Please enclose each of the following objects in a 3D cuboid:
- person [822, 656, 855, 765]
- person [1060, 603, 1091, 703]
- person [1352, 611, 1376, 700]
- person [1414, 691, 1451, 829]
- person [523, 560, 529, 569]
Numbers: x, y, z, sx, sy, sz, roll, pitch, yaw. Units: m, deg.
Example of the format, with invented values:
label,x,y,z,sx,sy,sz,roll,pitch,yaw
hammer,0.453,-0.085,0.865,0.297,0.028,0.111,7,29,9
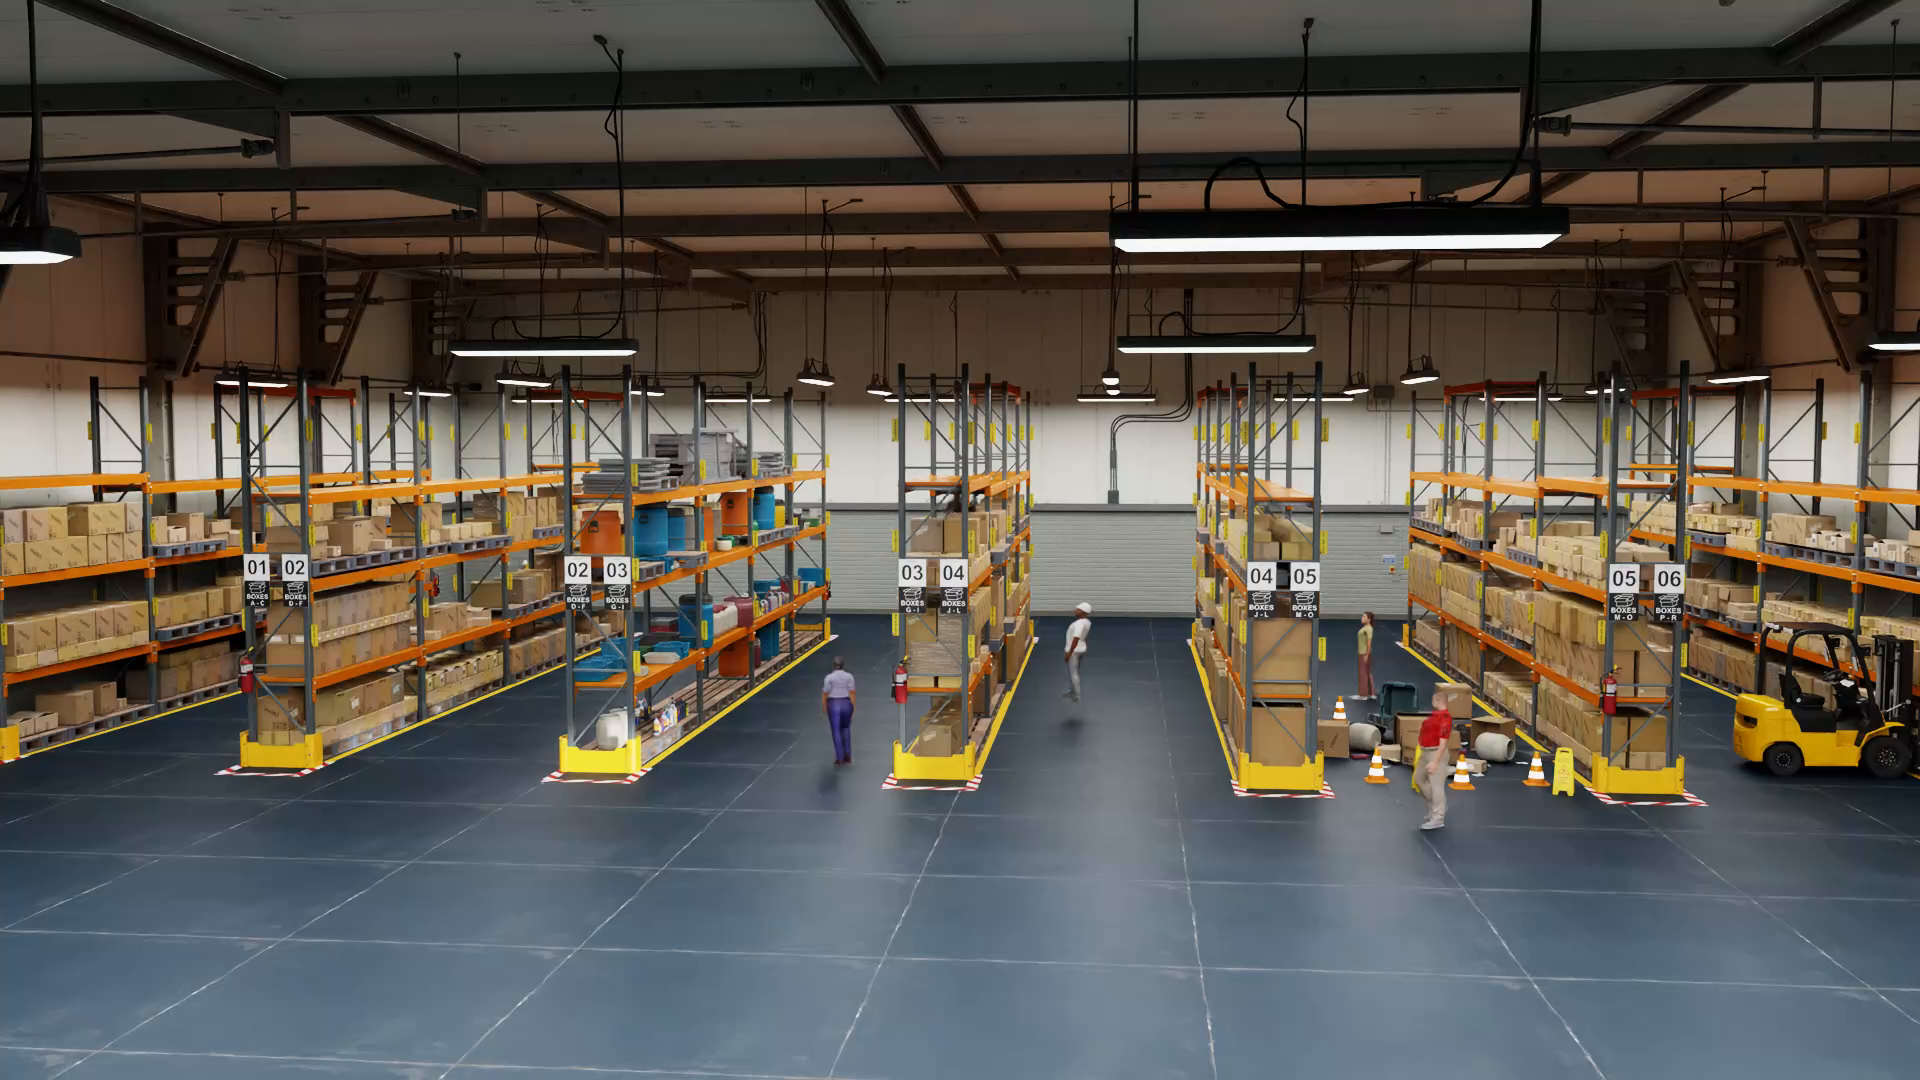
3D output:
label,x,y,z,sx,sy,sz,roll,pitch,yaw
person,-1.825,2.605,25.128,0.518,1.699,0.521,-2,4,-29
person,1.976,1.965,29.281,0.666,1.745,0.594,2,4,34
person,7.616,2.168,31.255,0.409,1.674,0.483,2,4,30
person,6.028,2.788,21.194,0.486,1.755,0.645,-1,4,-9
person,-10.993,1.382,42.309,0.476,1.771,0.563,0,4,6
